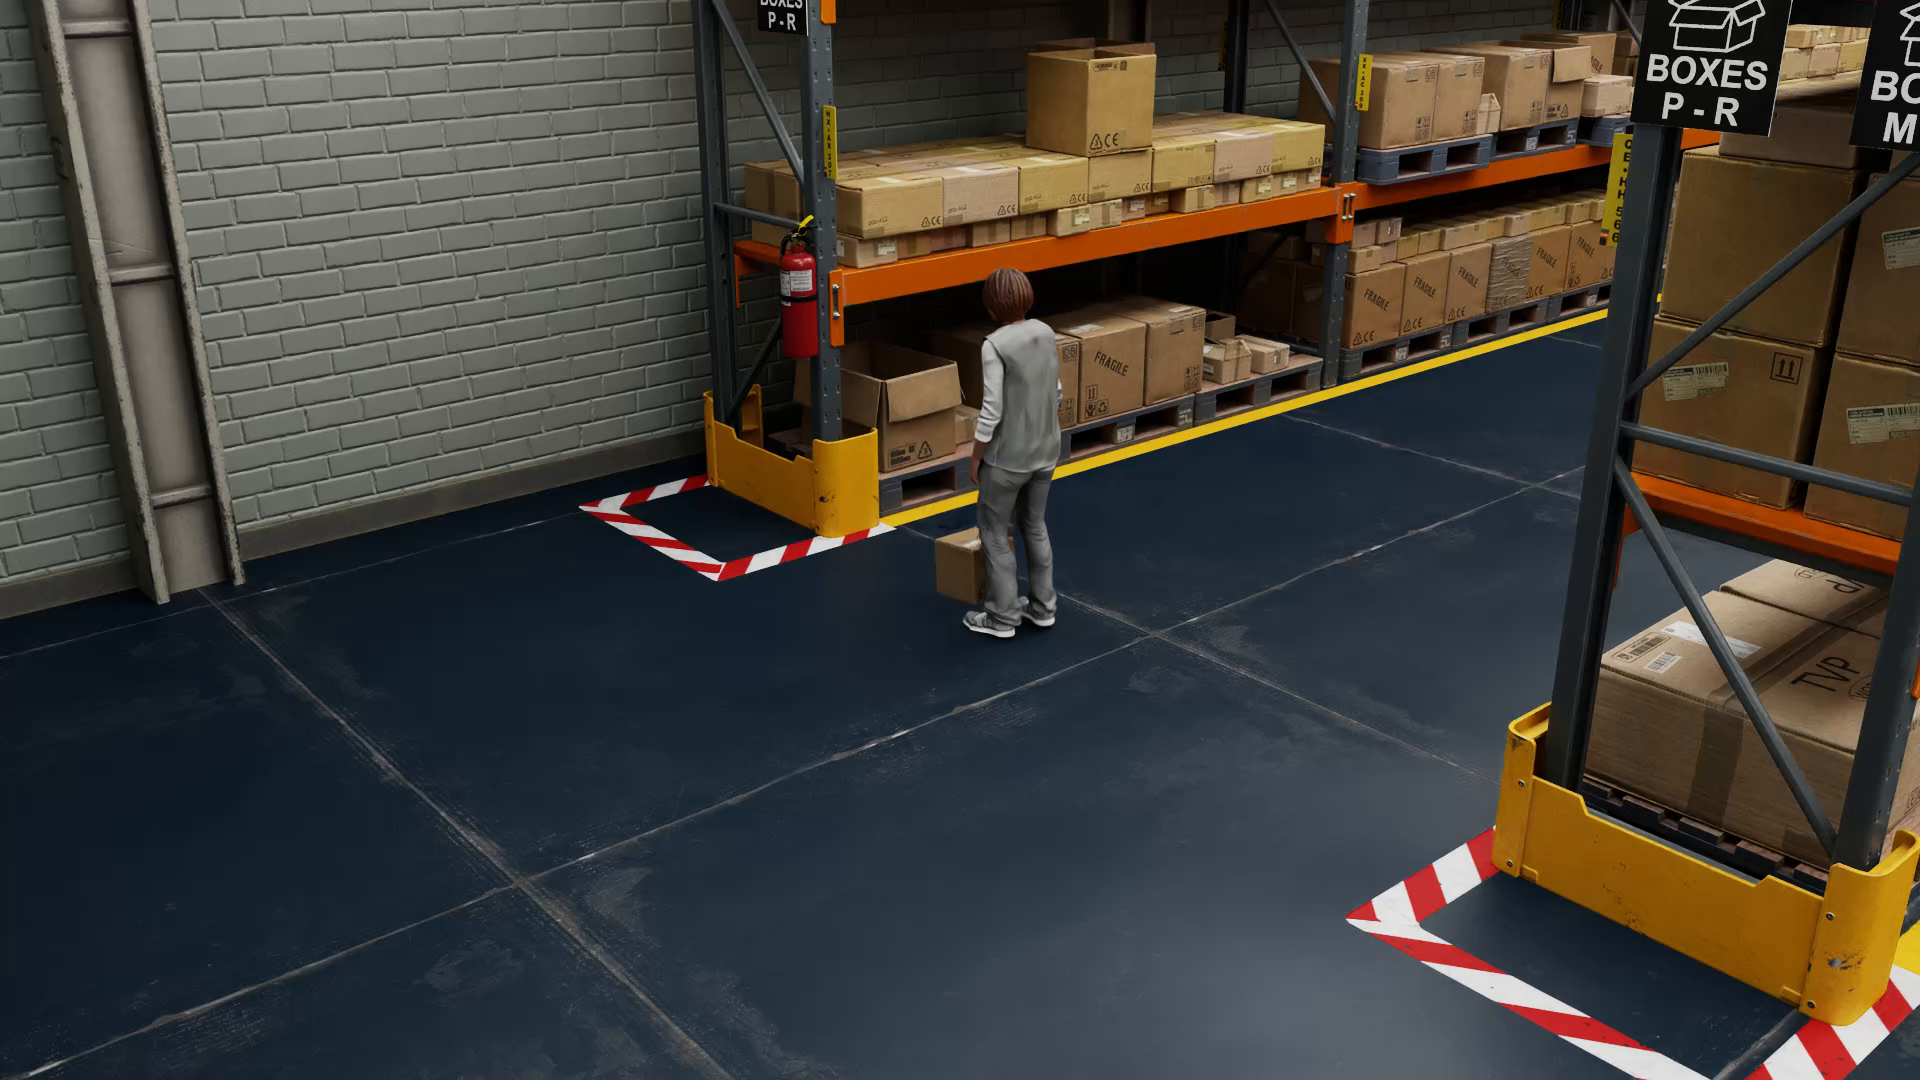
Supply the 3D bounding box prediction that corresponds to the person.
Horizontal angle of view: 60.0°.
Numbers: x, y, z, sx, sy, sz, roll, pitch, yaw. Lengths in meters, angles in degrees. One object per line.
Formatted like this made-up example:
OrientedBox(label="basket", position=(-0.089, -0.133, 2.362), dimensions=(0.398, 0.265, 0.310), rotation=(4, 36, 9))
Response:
OrientedBox(label="person", position=(0.226, -0.351, 6.998), dimensions=(0.455, 1.594, 0.374), rotation=(-18, 28, -39))
